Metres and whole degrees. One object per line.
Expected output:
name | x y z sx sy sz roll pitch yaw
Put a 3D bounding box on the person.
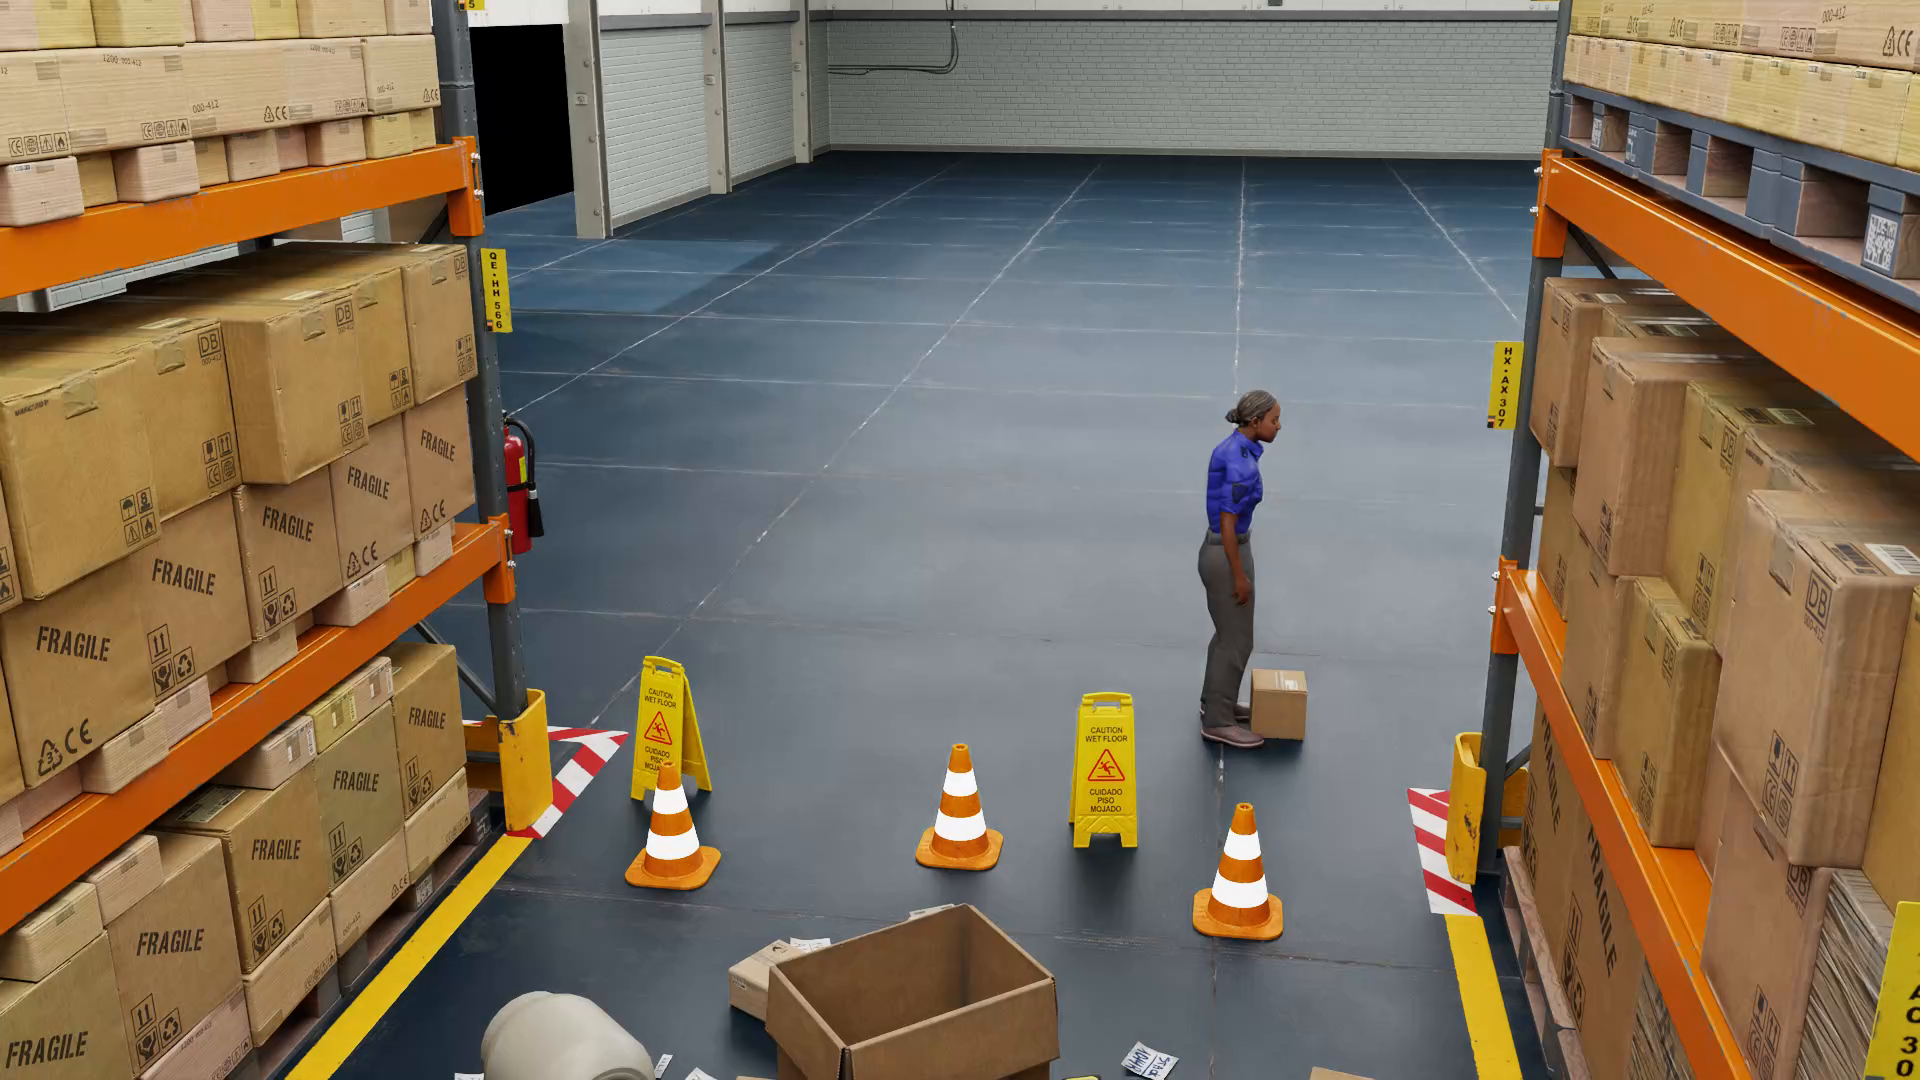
person | 1.281 0.107 7.732 0.347 1.655 0.505 3 18 9
